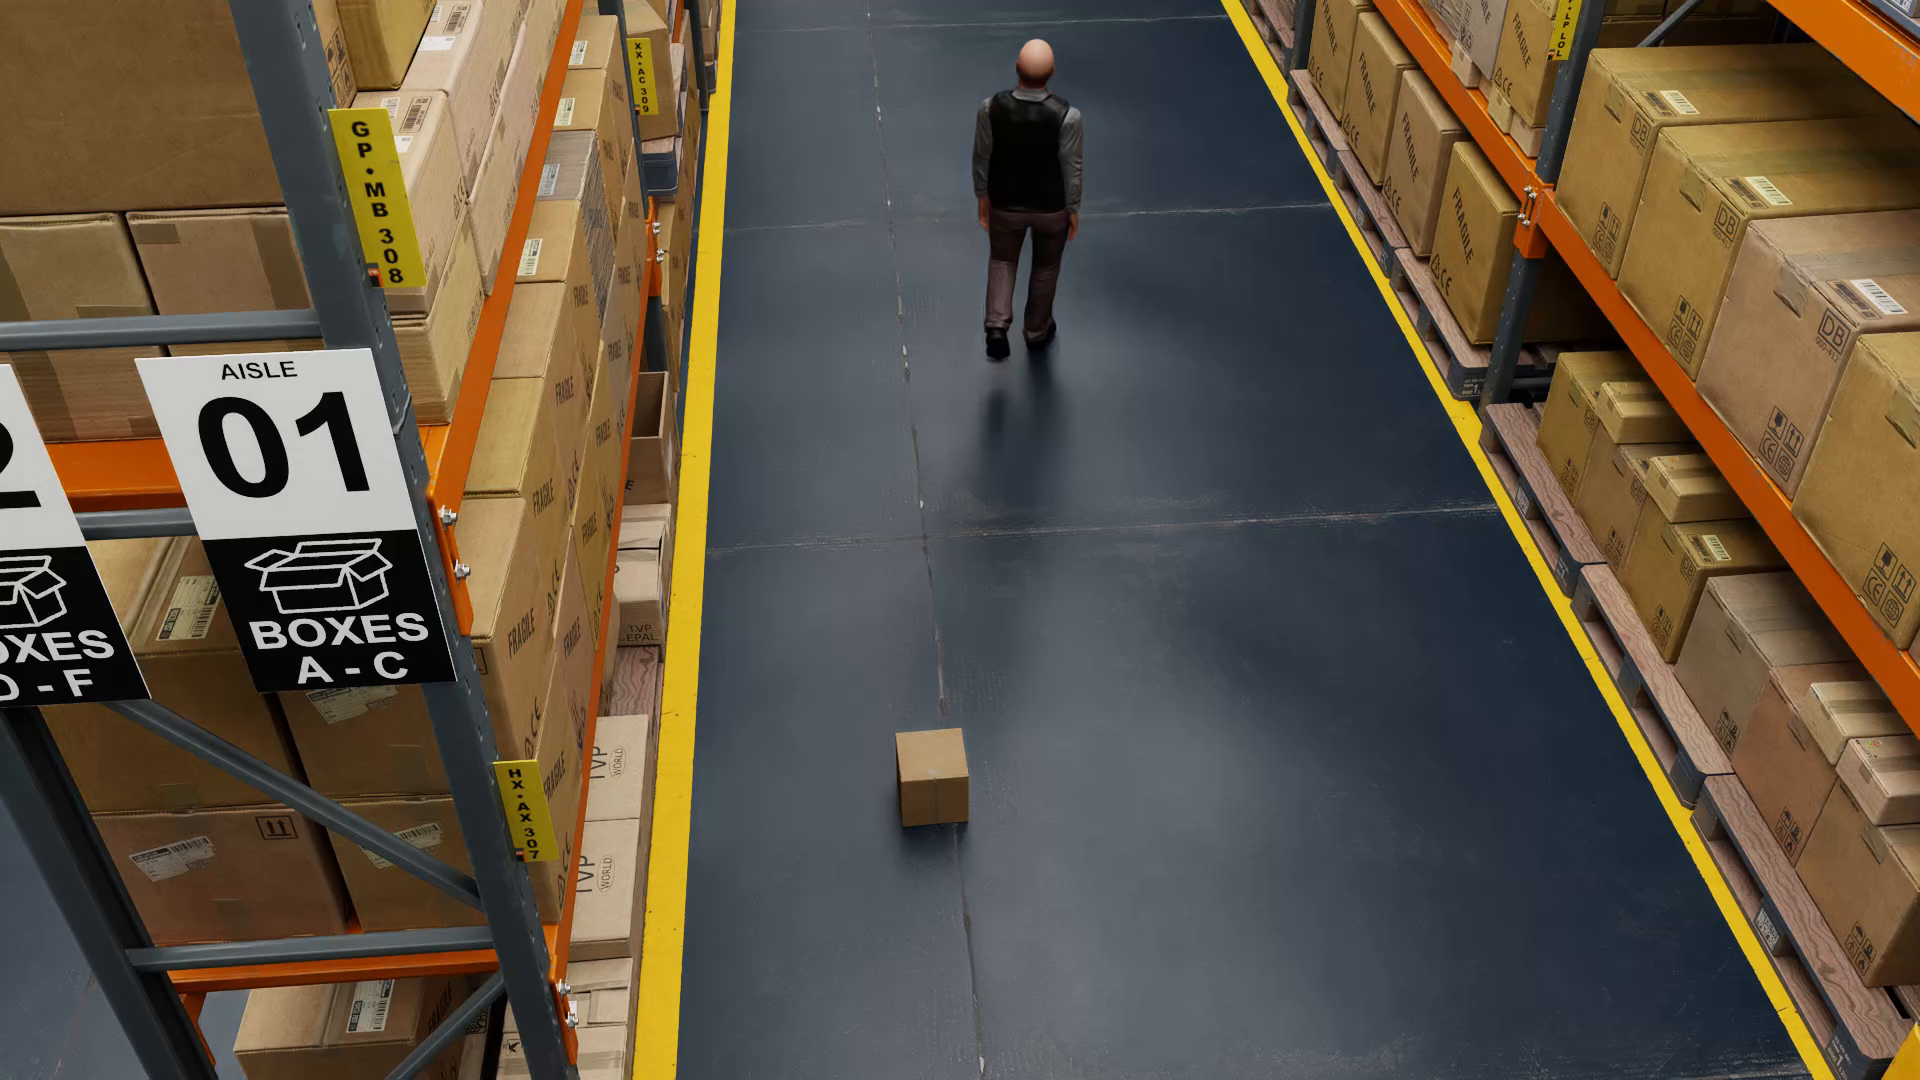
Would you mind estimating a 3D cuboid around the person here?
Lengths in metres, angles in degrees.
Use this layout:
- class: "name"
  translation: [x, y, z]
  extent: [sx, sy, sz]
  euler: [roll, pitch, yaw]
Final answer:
- class: "person"
  translation: [0.328, -1.640, 8.186]
  extent: [0.542, 1.703, 0.679]
  euler: [8, 40, 10]
